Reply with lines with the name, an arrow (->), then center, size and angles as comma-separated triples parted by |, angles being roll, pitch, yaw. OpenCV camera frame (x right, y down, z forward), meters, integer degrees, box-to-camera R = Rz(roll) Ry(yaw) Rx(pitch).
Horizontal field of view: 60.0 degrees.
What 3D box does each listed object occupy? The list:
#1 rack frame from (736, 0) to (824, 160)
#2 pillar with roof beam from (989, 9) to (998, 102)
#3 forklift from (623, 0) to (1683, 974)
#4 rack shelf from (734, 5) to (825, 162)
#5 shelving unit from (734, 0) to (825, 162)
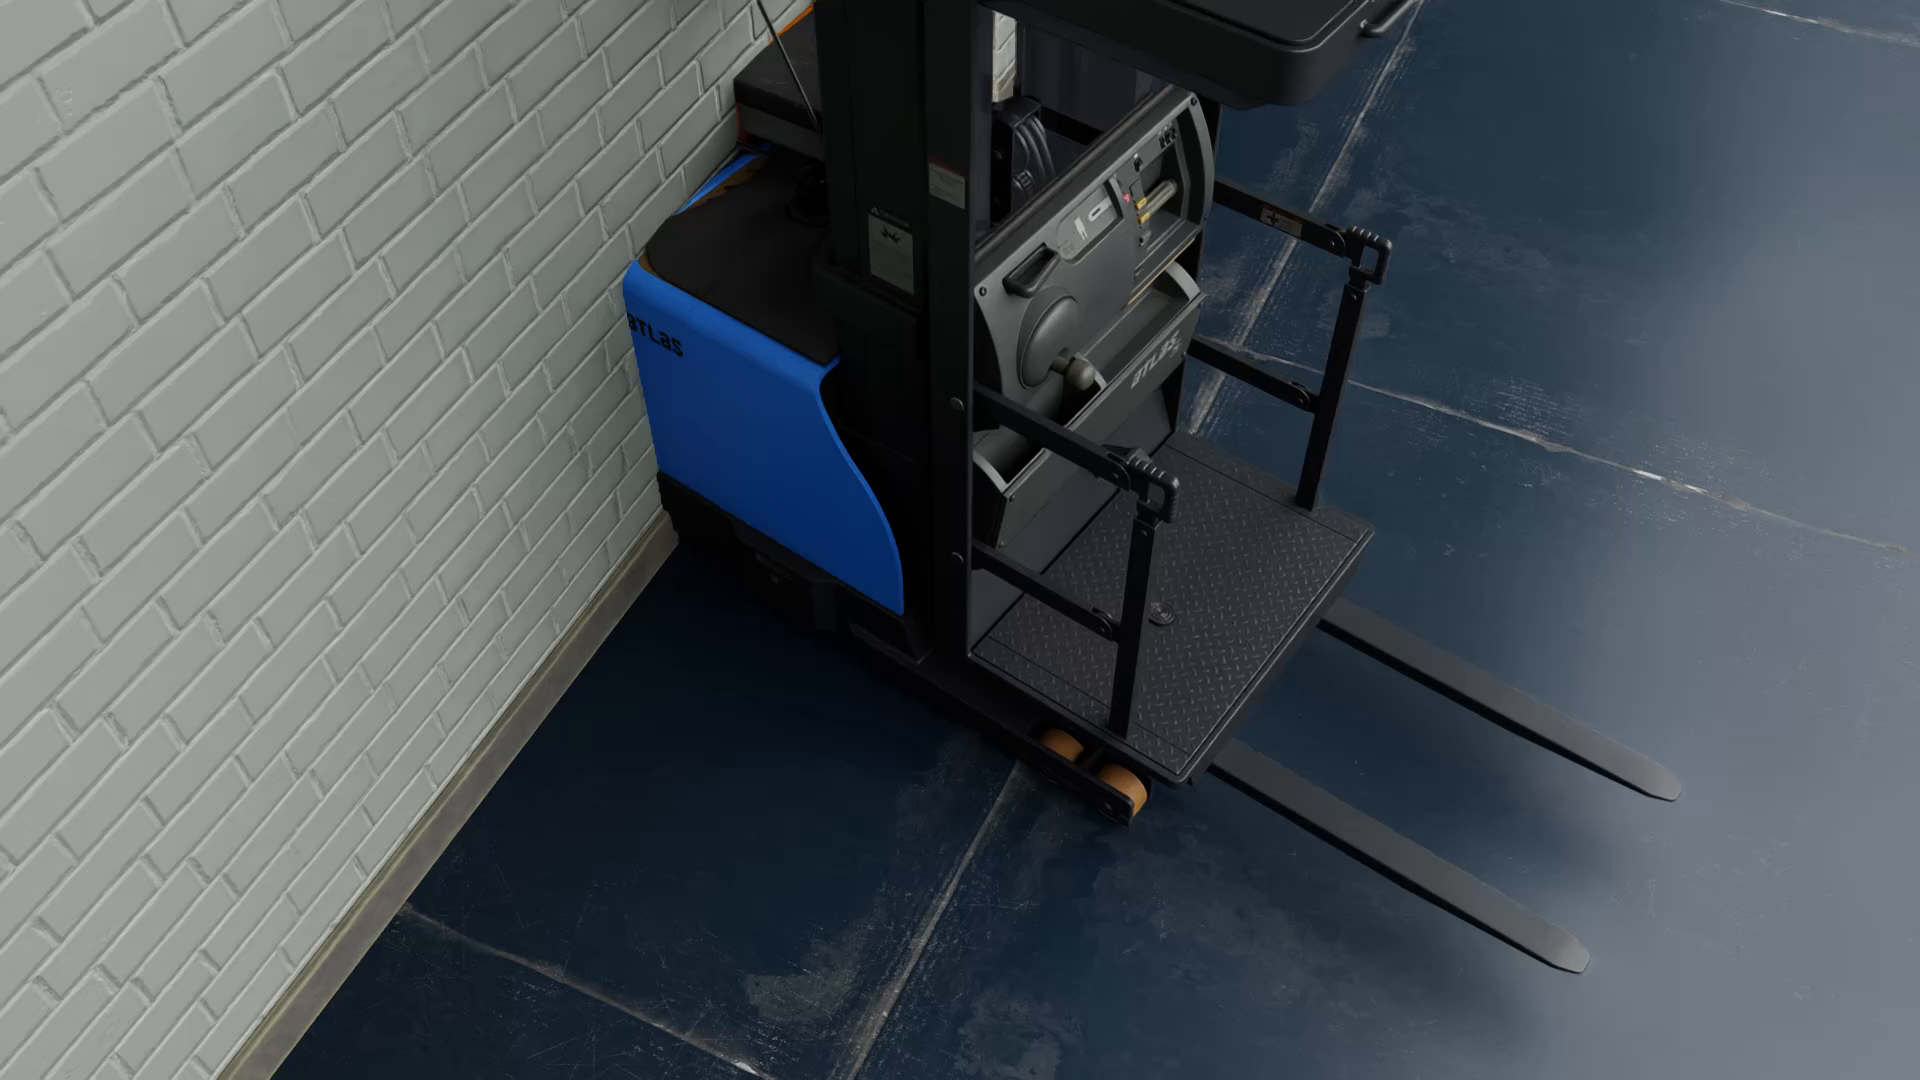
rack frame -> -0.503, -1.074, 4.738 | 0.400, 2.100, 0.015 | 25, 53, 20
pillar with roof beam -> 3.797, -2.574, 1.532 | 9.100, 9.000, 0.400 | 20, 52, 16
forklift -> 0.503, -0.640, 3.870 | 3.031, 2.935, 1.130 | 30, 56, 23
rack shelf -> -0.375, -1.220, 4.887 | 0.431, 0.518, 0.480 | 25, 53, 20
shelving unit -> -0.375, -1.229, 4.877 | 0.431, 2.100, 0.503 | 25, 53, 20
